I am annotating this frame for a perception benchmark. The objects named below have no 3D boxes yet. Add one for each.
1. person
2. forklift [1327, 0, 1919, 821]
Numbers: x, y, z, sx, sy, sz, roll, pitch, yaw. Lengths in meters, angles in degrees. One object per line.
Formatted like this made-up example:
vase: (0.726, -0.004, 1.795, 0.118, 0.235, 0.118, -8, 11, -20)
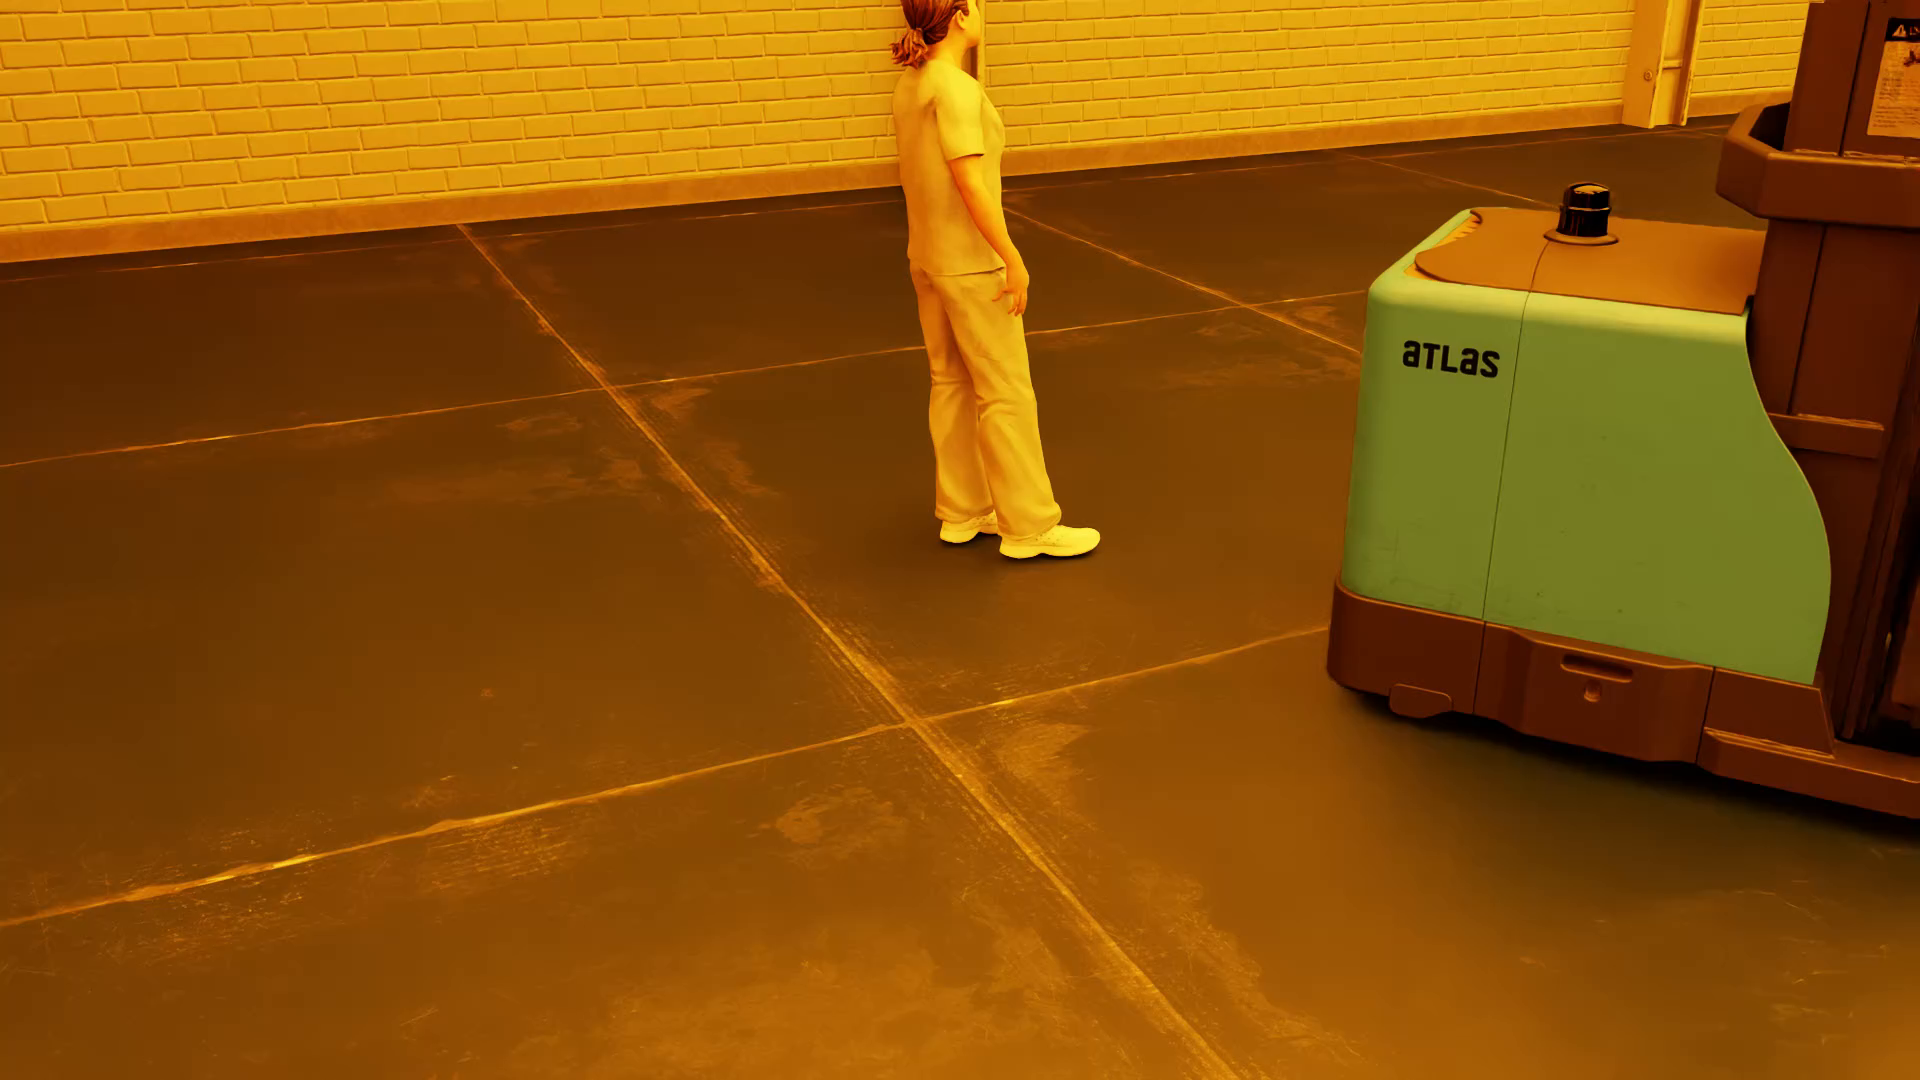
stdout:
person: (0.073, -0.783, 4.802, 0.548, 1.663, 0.549, -10, 25, -23)
forklift: (2.458, -0.846, 3.323, 3.031, 2.935, 1.130, 12, 25, 26)
